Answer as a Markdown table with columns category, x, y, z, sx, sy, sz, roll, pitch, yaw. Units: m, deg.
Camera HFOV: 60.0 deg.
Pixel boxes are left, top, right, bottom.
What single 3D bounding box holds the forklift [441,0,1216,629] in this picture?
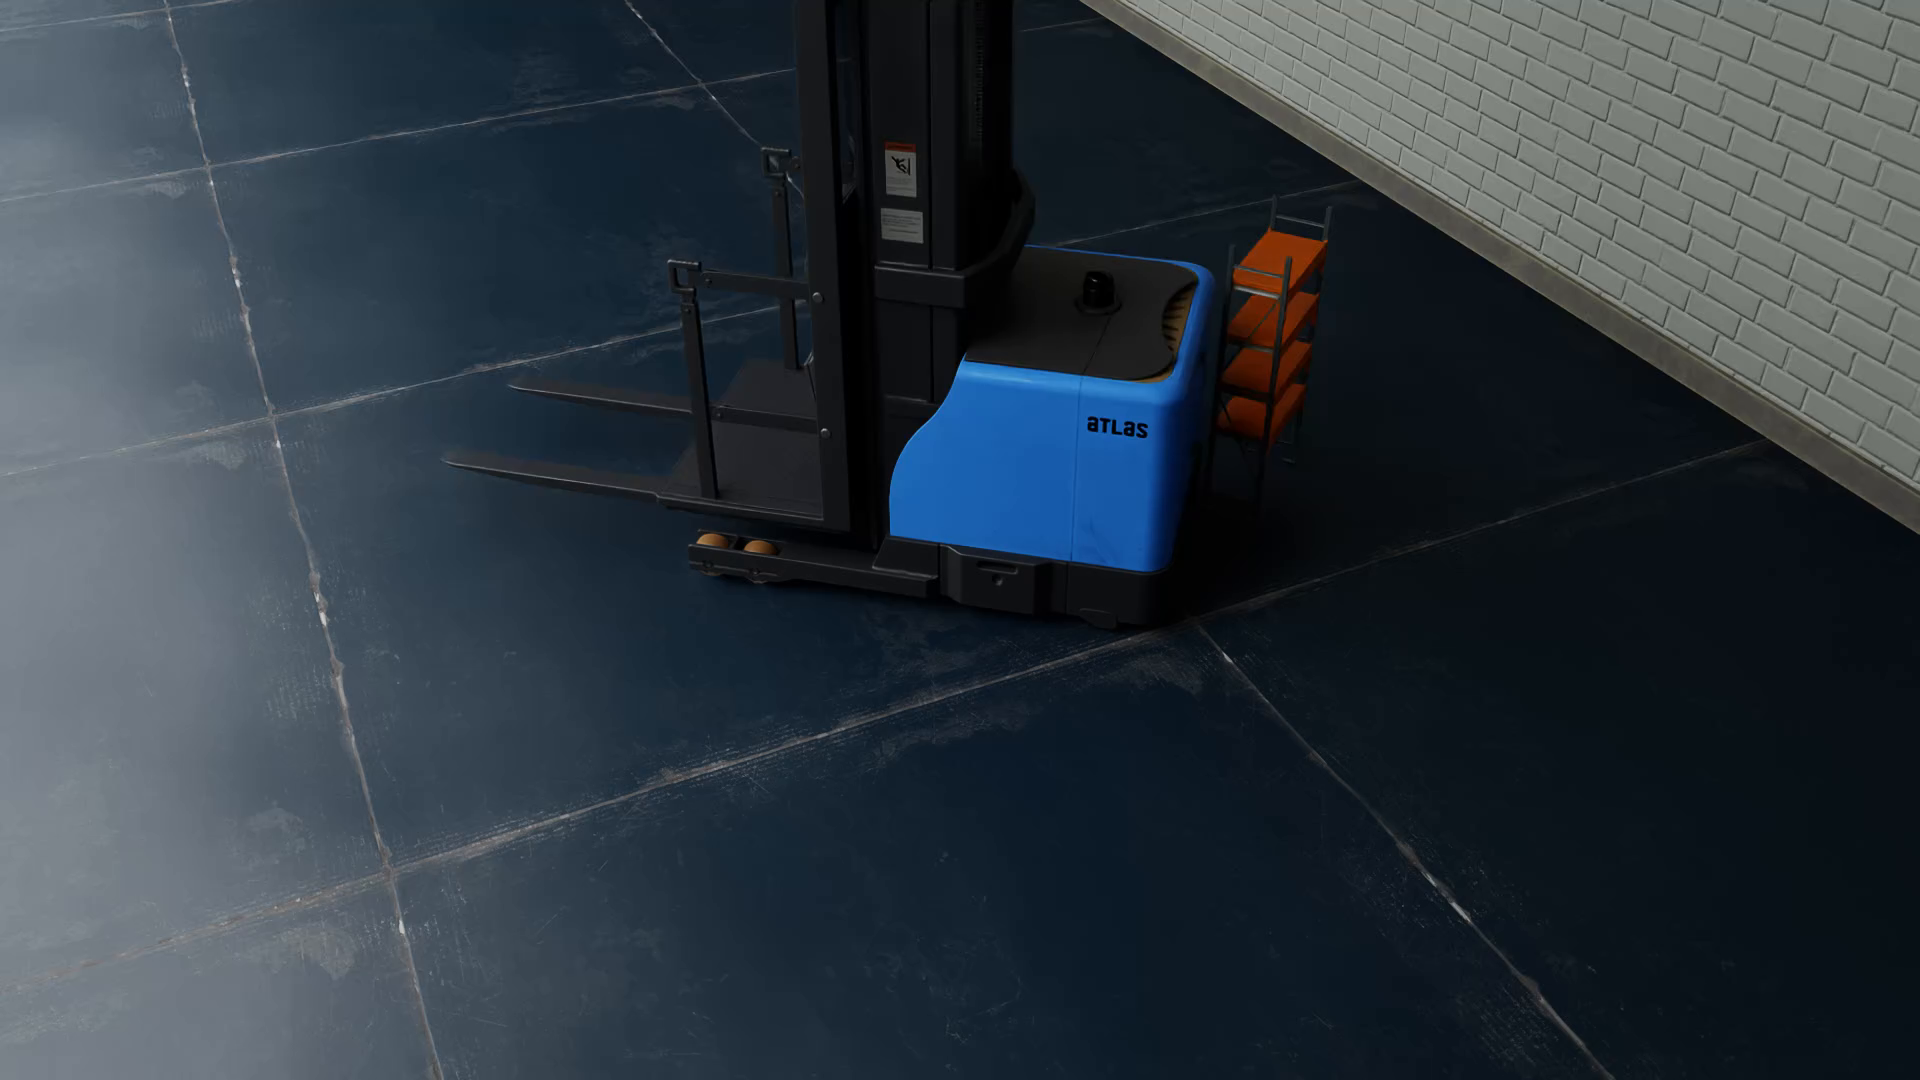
| category | x | y | z | sx | sy | sz | roll | pitch | yaw |
| --- | --- | --- | --- | --- | --- | --- | --- | --- | --- |
| forklift | -0.582 | -1.304 | 6.048 | 3.031 | 2.935 | 1.130 | 8 | 37 | 11 |

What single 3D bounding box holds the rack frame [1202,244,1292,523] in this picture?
| category | x | y | z | sx | sy | sz | roll | pitch | yaw |
| --- | --- | --- | --- | --- | --- | --- | --- | --- | --- |
| rack frame | 1.119 | -0.591 | 6.539 | 0.240 | 1.200 | 0.015 | 17 | 40 | 22 |

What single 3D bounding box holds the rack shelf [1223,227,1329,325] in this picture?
| category | x | y | z | sx | sy | sz | roll | pitch | yaw |
| --- | --- | --- | --- | --- | --- | --- | --- | --- | --- |
| rack shelf | 1.233 | -1.035 | 6.478 | 0.258 | 0.148 | 0.480 | 17 | 40 | 22 |

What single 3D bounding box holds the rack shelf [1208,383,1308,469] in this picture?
| category | x | y | z | sx | sy | sz | roll | pitch | yaw |
| --- | --- | --- | --- | --- | --- | --- | --- | --- | --- |
| rack shelf | 1.232 | -0.506 | 6.871 | 0.258 | 0.148 | 0.480 | 17 | 40 | 22 |

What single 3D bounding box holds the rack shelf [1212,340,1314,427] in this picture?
| category | x | y | z | sx | sy | sz | roll | pitch | yaw |
| --- | --- | --- | --- | --- | --- | --- | --- | --- | --- |
| rack shelf | 1.232 | -0.665 | 6.753 | 0.258 | 0.148 | 0.480 | 17 | 40 | 22 |

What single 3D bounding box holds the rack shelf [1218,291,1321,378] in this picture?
| category | x | y | z | sx | sy | sz | roll | pitch | yaw |
| --- | --- | --- | --- | --- | --- | --- | --- | --- | --- |
| rack shelf | 1.233 | -0.845 | 6.619 | 0.258 | 0.148 | 0.480 | 17 | 40 | 22 |

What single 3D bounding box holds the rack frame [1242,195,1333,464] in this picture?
| category | x | y | z | sx | sy | sz | roll | pitch | yaw |
| --- | --- | --- | --- | --- | --- | --- | --- | --- | --- |
| rack frame | 1.346 | -0.848 | 6.886 | 0.240 | 1.200 | 0.015 | 17 | 40 | 22 |

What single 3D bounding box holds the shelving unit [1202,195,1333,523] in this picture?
| category | x | y | z | sx | sy | sz | roll | pitch | yaw |
| --- | --- | --- | --- | --- | --- | --- | --- | --- | --- |
| shelving unit | 1.233 | -0.719 | 6.713 | 0.258 | 1.200 | 0.503 | 17 | 40 | 22 |
